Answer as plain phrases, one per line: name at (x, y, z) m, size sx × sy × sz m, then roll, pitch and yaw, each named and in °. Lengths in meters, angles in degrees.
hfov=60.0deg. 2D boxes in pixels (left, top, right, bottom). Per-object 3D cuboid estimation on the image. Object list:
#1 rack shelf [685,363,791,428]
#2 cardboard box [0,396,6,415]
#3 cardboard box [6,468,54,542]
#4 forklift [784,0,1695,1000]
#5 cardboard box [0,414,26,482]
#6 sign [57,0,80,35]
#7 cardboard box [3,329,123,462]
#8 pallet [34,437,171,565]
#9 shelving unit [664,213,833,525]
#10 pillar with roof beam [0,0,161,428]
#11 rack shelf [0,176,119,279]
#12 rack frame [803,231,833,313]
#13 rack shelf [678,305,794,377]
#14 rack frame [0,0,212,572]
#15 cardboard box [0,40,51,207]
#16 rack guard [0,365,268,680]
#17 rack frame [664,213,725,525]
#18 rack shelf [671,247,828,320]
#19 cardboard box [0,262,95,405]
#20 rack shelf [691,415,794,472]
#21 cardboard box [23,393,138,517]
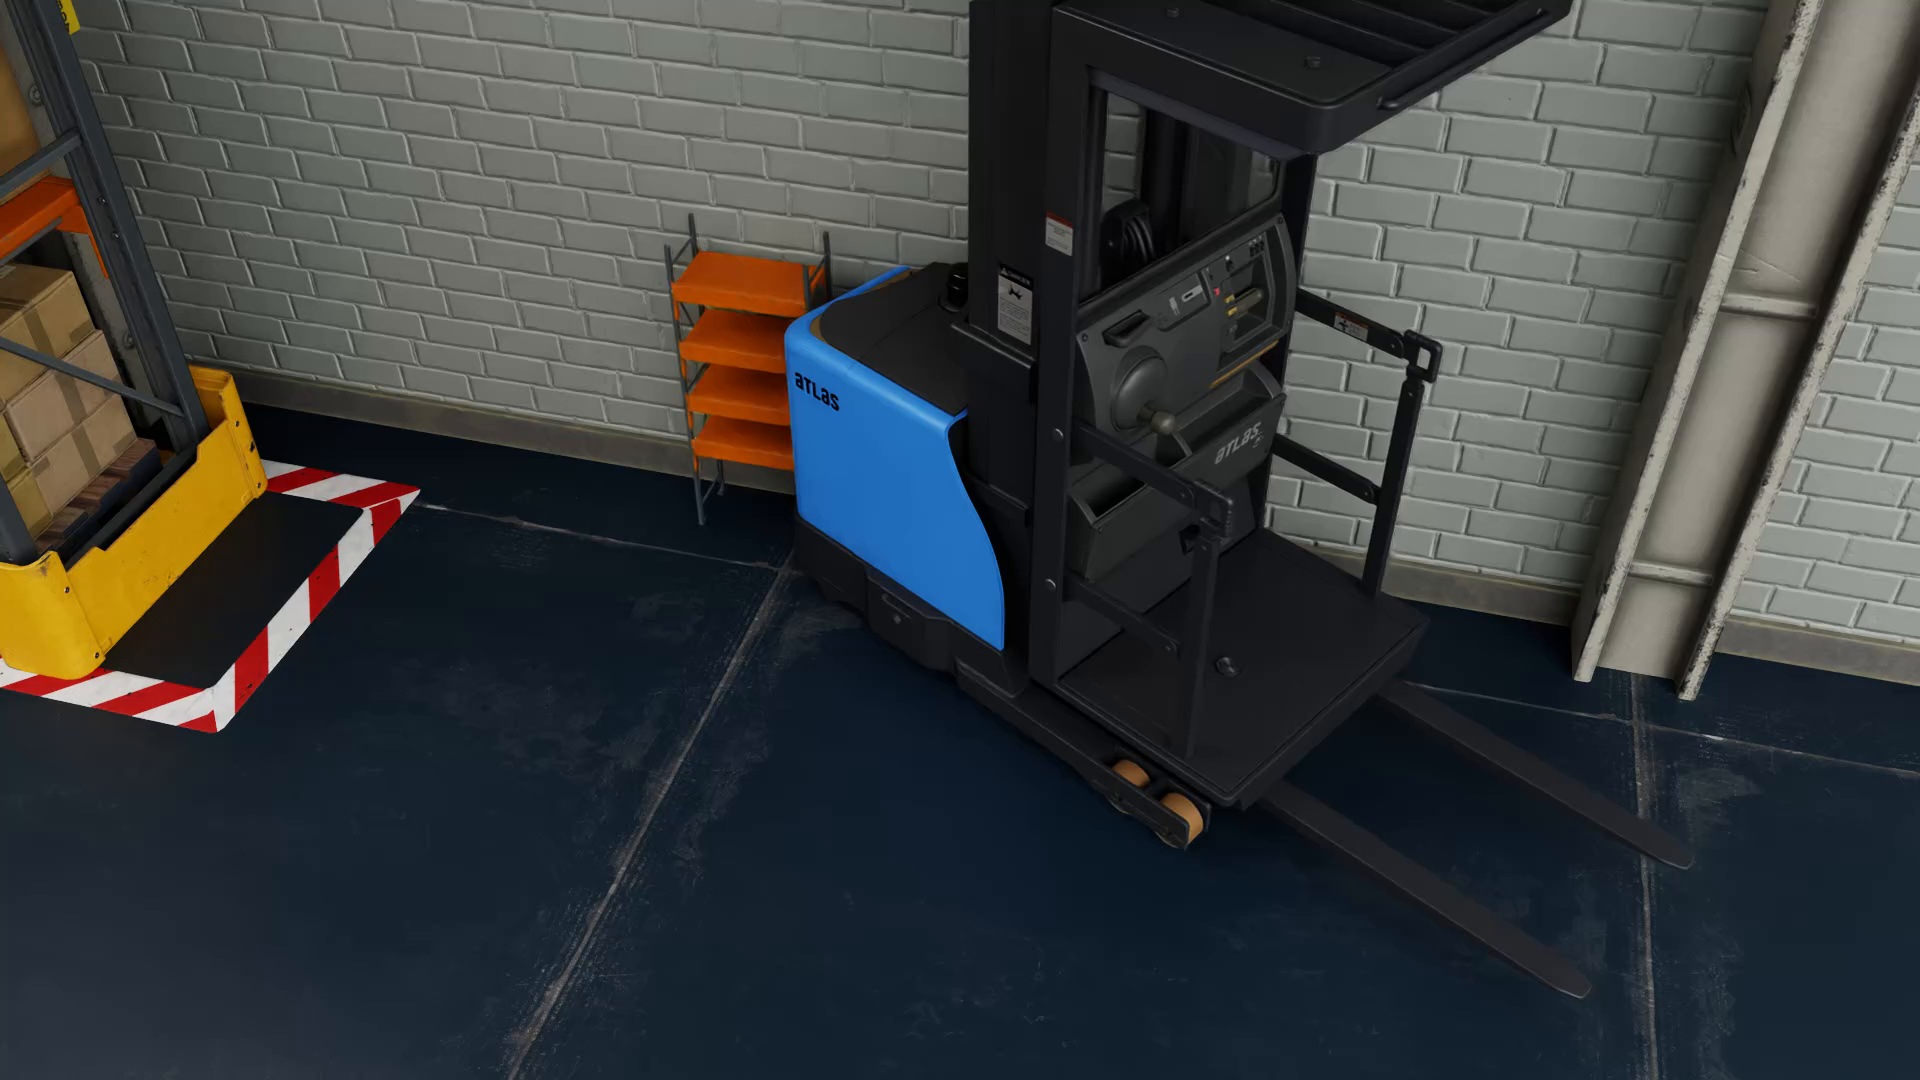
rack shelf at (-0.717, -0.500, 6.017) m, size 0.480 × 0.148 × 0.258 m, roll 9°, pitch 41°, yaw 11°
cardboard box at (-3.557, -0.430, 5.464) m, size 0.500 × 0.250 × 0.500 m, roll 11°, pitch 41°, yaw 13°
cardboard box at (-3.567, -0.046, 5.784) m, size 0.500 × 0.250 × 0.500 m, roll 10°, pitch 41°, yaw 12°
forklift at (0.812, -0.558, 4.636) m, size 3.031 × 2.935 × 1.130 m, roll 32°, pitch 50°, yaw 32°
cardboard box at (-3.583, -0.242, 5.629) m, size 0.500 × 0.250 × 0.500 m, roll 9°, pitch 41°, yaw 11°
sign at (-2.882, -1.762, 5.281) m, size 0.005 × 0.325 × 0.100 m, roll 10°, pitch 41°, yaw 11°
cardboard box at (-3.432, -0.563, 6.011) m, size 0.500 × 0.250 × 0.500 m, roll 10°, pitch 41°, yaw 12°
pallet at (-3.781, -0.090, 6.193) m, size 1.213 × 0.211 × 1.003 m, roll 10°, pitch 41°, yaw 11°
shelving unit at (-0.717, -0.552, 5.973) m, size 0.503 × 1.200 × 0.258 m, roll 9°, pitch 41°, yaw 11°
pillar with roof beam at (-4.584, -1.355, 0.866) m, size 0.400 × 9.000 × 9.100 m, roll 10°, pitch 41°, yaw 11°
rack shelf at (-4.964, -1.113, 5.803) m, size 4.000 × 0.370 × 1.077 m, roll 10°, pitch 41°, yaw 11°
rack frame at (-0.481, -0.512, 5.927) m, size 0.015 × 1.200 × 0.240 m, roll 9°, pitch 41°, yaw 11°
rack shelf at (-0.717, -0.671, 5.873) m, size 0.480 × 0.148 × 0.258 m, roll 9°, pitch 41°, yaw 11°
rack frame at (-3.032, -1.056, 5.175) m, size 0.127 × 3.000 × 1.000 m, roll 10°, pitch 41°, yaw 11°
cardboard box at (-3.438, -1.350, 5.447) m, size 0.500 × 0.500 × 0.500 m, roll 11°, pitch 41°, yaw 13°
rack guard at (-3.008, -0.095, 5.975) m, size 0.348 × 0.500 × 1.175 m, roll 10°, pitch 41°, yaw 11°
rack frame at (-0.953, -0.591, 6.020) m, size 0.015 × 1.200 × 0.240 m, roll 9°, pitch 41°, yaw 11°
rack shelf at (-0.717, -0.853, 5.721) m, size 0.480 × 0.148 × 0.258 m, roll 9°, pitch 41°, yaw 11°
cardboard box at (-3.447, -0.745, 5.838) m, size 0.500 × 0.250 × 0.500 m, roll 9°, pitch 41°, yaw 11°
rack shelf at (-0.717, -0.348, 6.144) m, size 0.480 × 0.148 × 0.258 m, roll 9°, pitch 41°, yaw 11°
cardboard box at (-3.455, -0.367, 6.167) m, size 0.500 × 0.250 × 0.500 m, roll 10°, pitch 41°, yaw 12°
